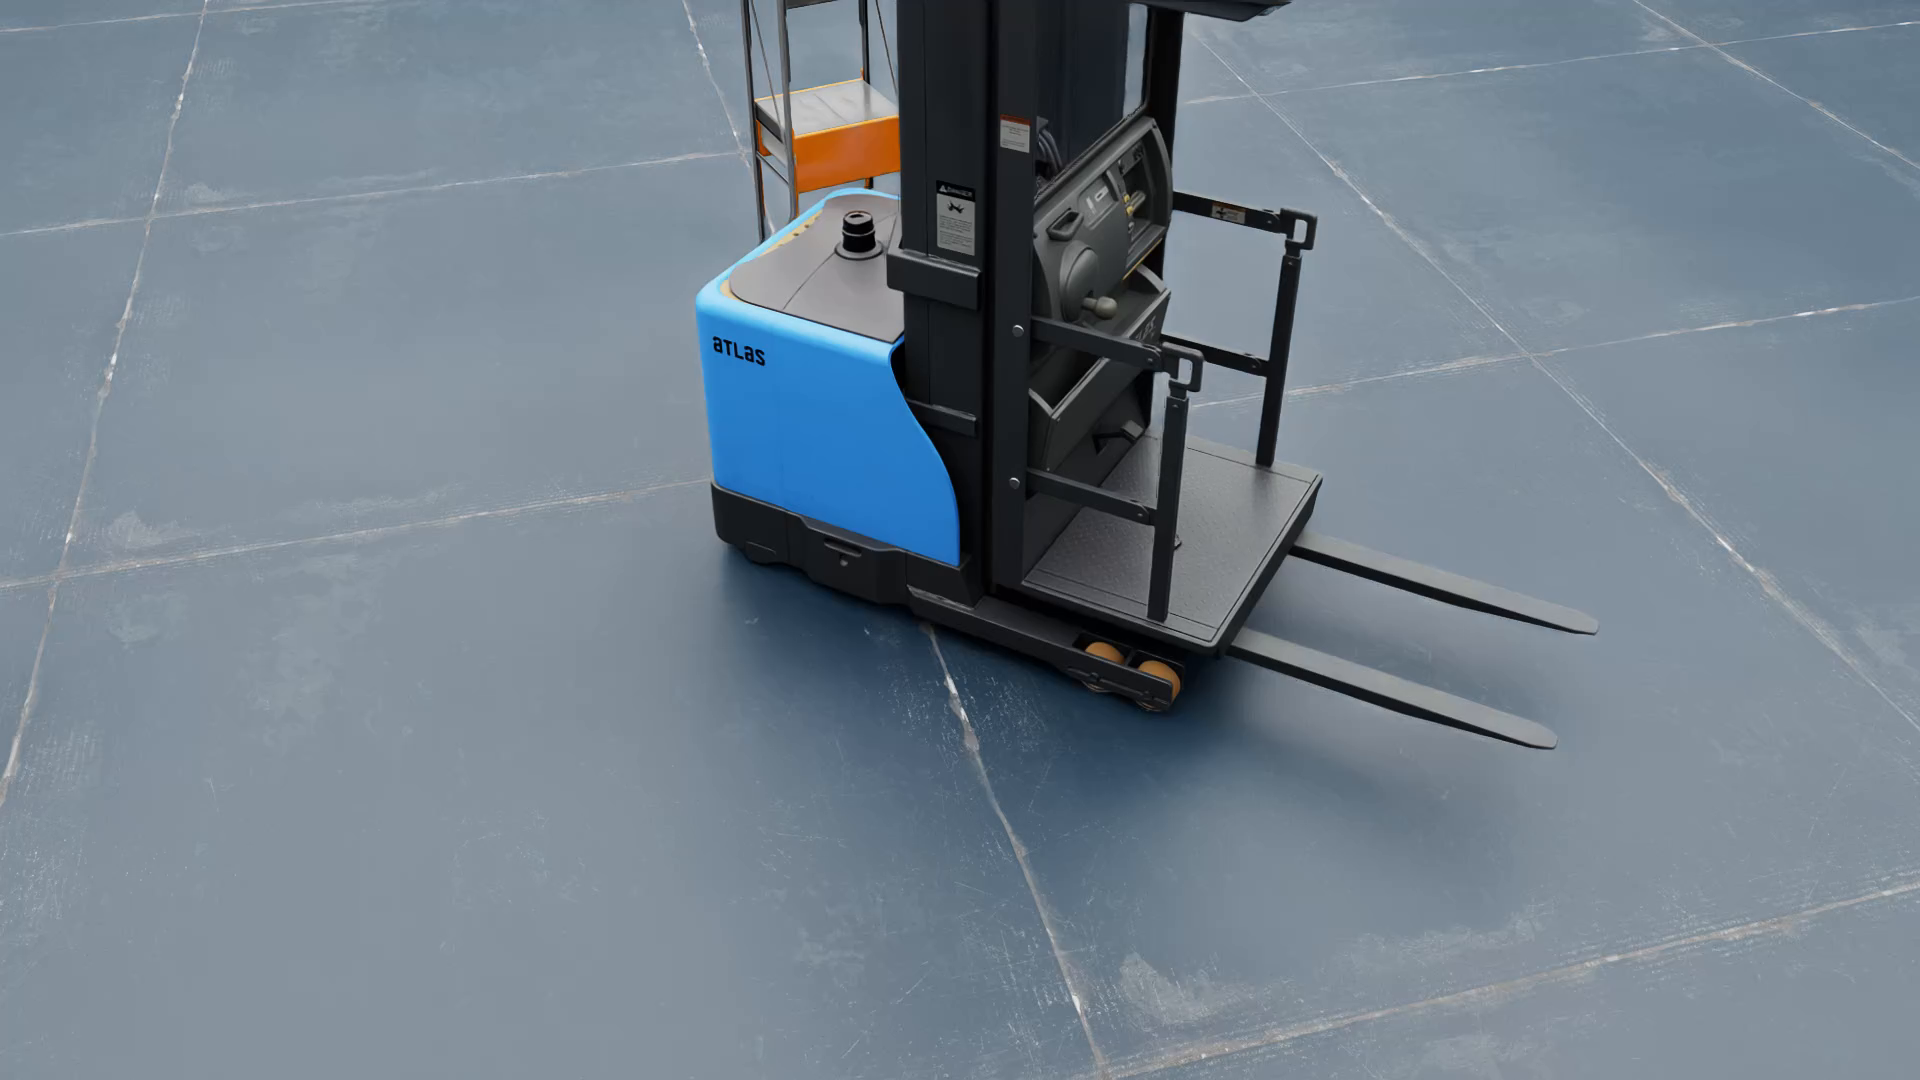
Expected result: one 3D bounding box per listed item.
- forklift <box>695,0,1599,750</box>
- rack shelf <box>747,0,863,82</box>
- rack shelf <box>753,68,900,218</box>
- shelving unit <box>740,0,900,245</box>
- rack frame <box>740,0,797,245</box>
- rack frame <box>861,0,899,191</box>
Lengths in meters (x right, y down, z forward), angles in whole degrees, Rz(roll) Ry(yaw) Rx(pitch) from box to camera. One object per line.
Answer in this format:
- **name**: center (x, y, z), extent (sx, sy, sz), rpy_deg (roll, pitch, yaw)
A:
- **forklift**: center (0.634, -0.968, 5.103), extent (3.031, 2.935, 1.130), rpy_deg (18, 41, 22)
- **rack shelf**: center (-0.498, -2.028, 6.043), extent (0.480, 0.518, 0.431), rpy_deg (-18, 41, -22)
- **rack shelf**: center (-0.498, -1.472, 6.468), extent (0.480, 0.518, 0.431), rpy_deg (-18, 41, -22)
- **shelving unit**: center (-0.498, -1.483, 6.460), extent (0.503, 2.100, 0.431), rpy_deg (-18, 41, -22)
- **rack frame**: center (-0.713, -1.413, 6.369), extent (0.015, 2.100, 0.400), rpy_deg (-18, 41, -22)
- **rack frame**: center (-0.282, -1.552, 6.551), extent (0.015, 2.100, 0.400), rpy_deg (-18, 41, -22)
